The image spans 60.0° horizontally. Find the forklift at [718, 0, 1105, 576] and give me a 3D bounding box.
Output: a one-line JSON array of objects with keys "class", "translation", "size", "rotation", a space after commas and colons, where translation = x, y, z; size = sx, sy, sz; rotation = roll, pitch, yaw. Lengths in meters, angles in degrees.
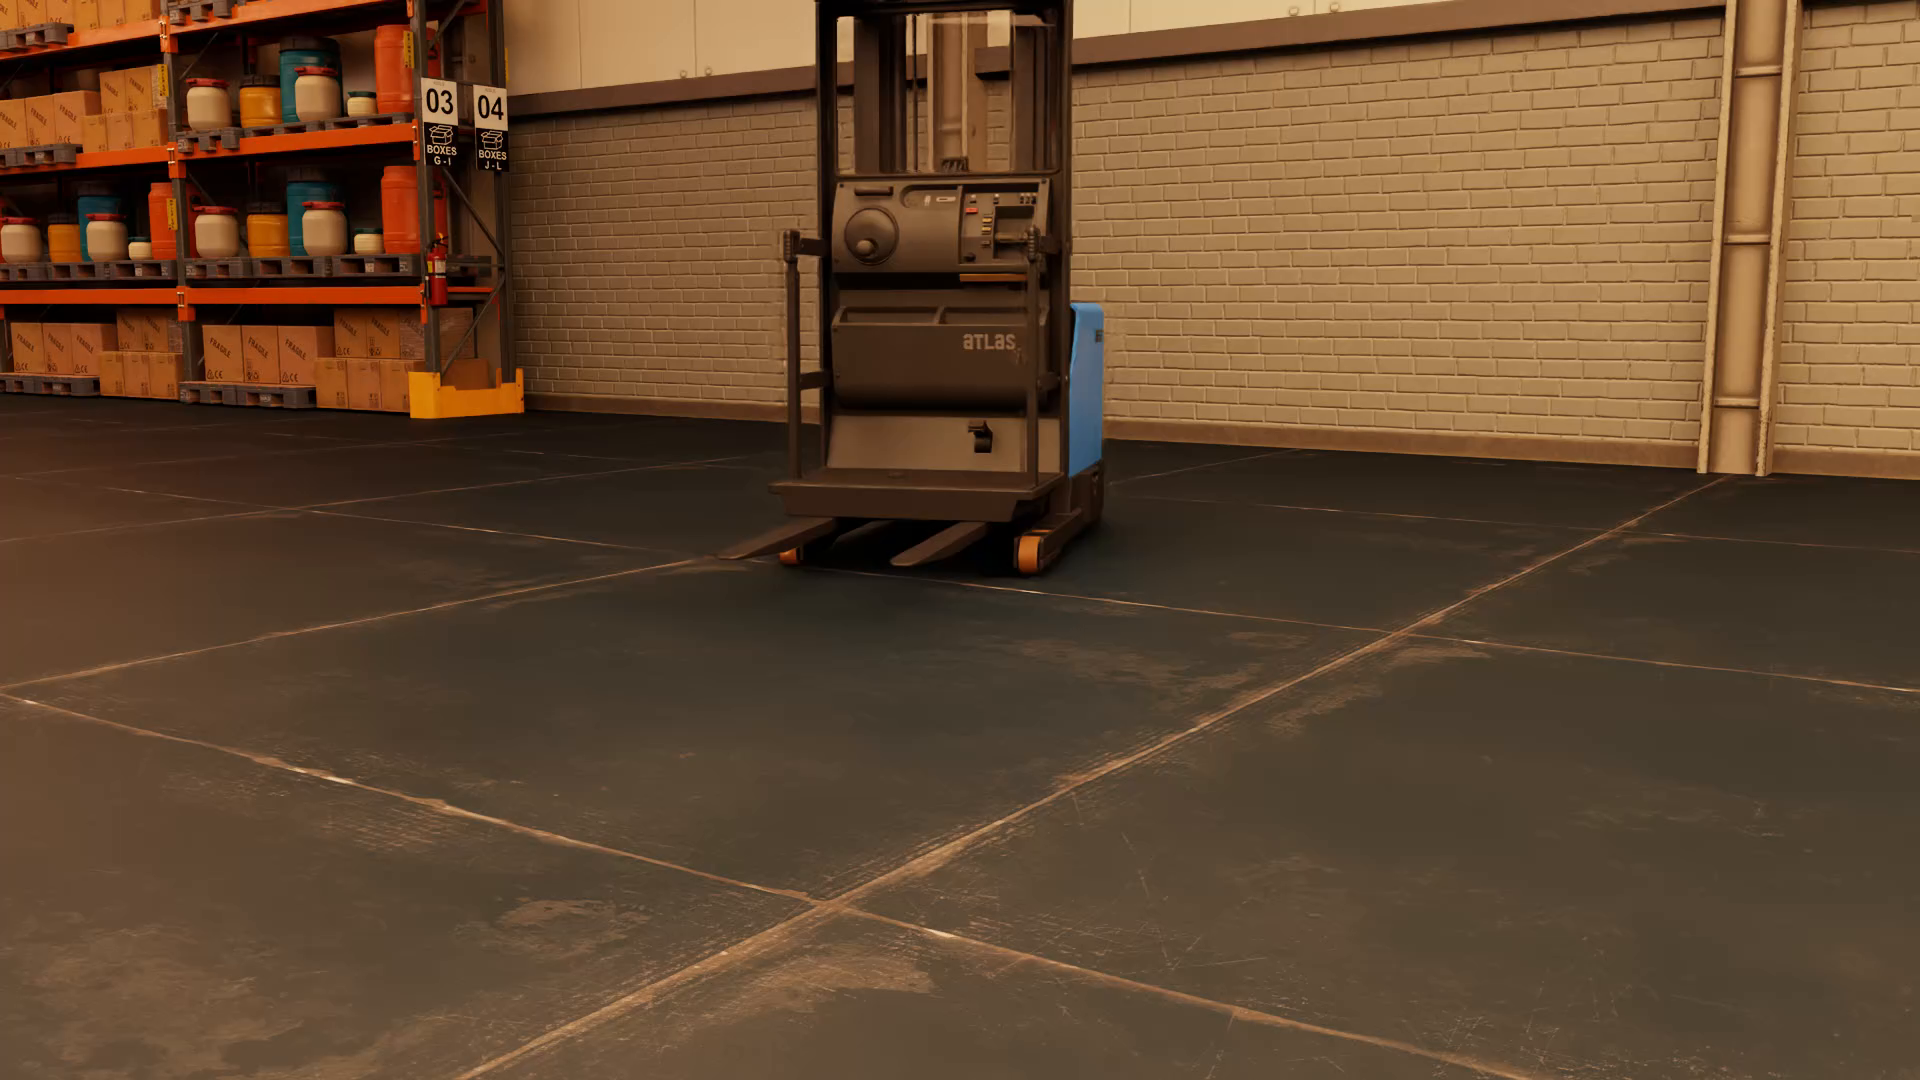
[{"class": "forklift", "translation": [-0.133, -1.366, 6.802], "size": [1.130, 2.935, 3.031], "rotation": [2, 8, 14]}]
